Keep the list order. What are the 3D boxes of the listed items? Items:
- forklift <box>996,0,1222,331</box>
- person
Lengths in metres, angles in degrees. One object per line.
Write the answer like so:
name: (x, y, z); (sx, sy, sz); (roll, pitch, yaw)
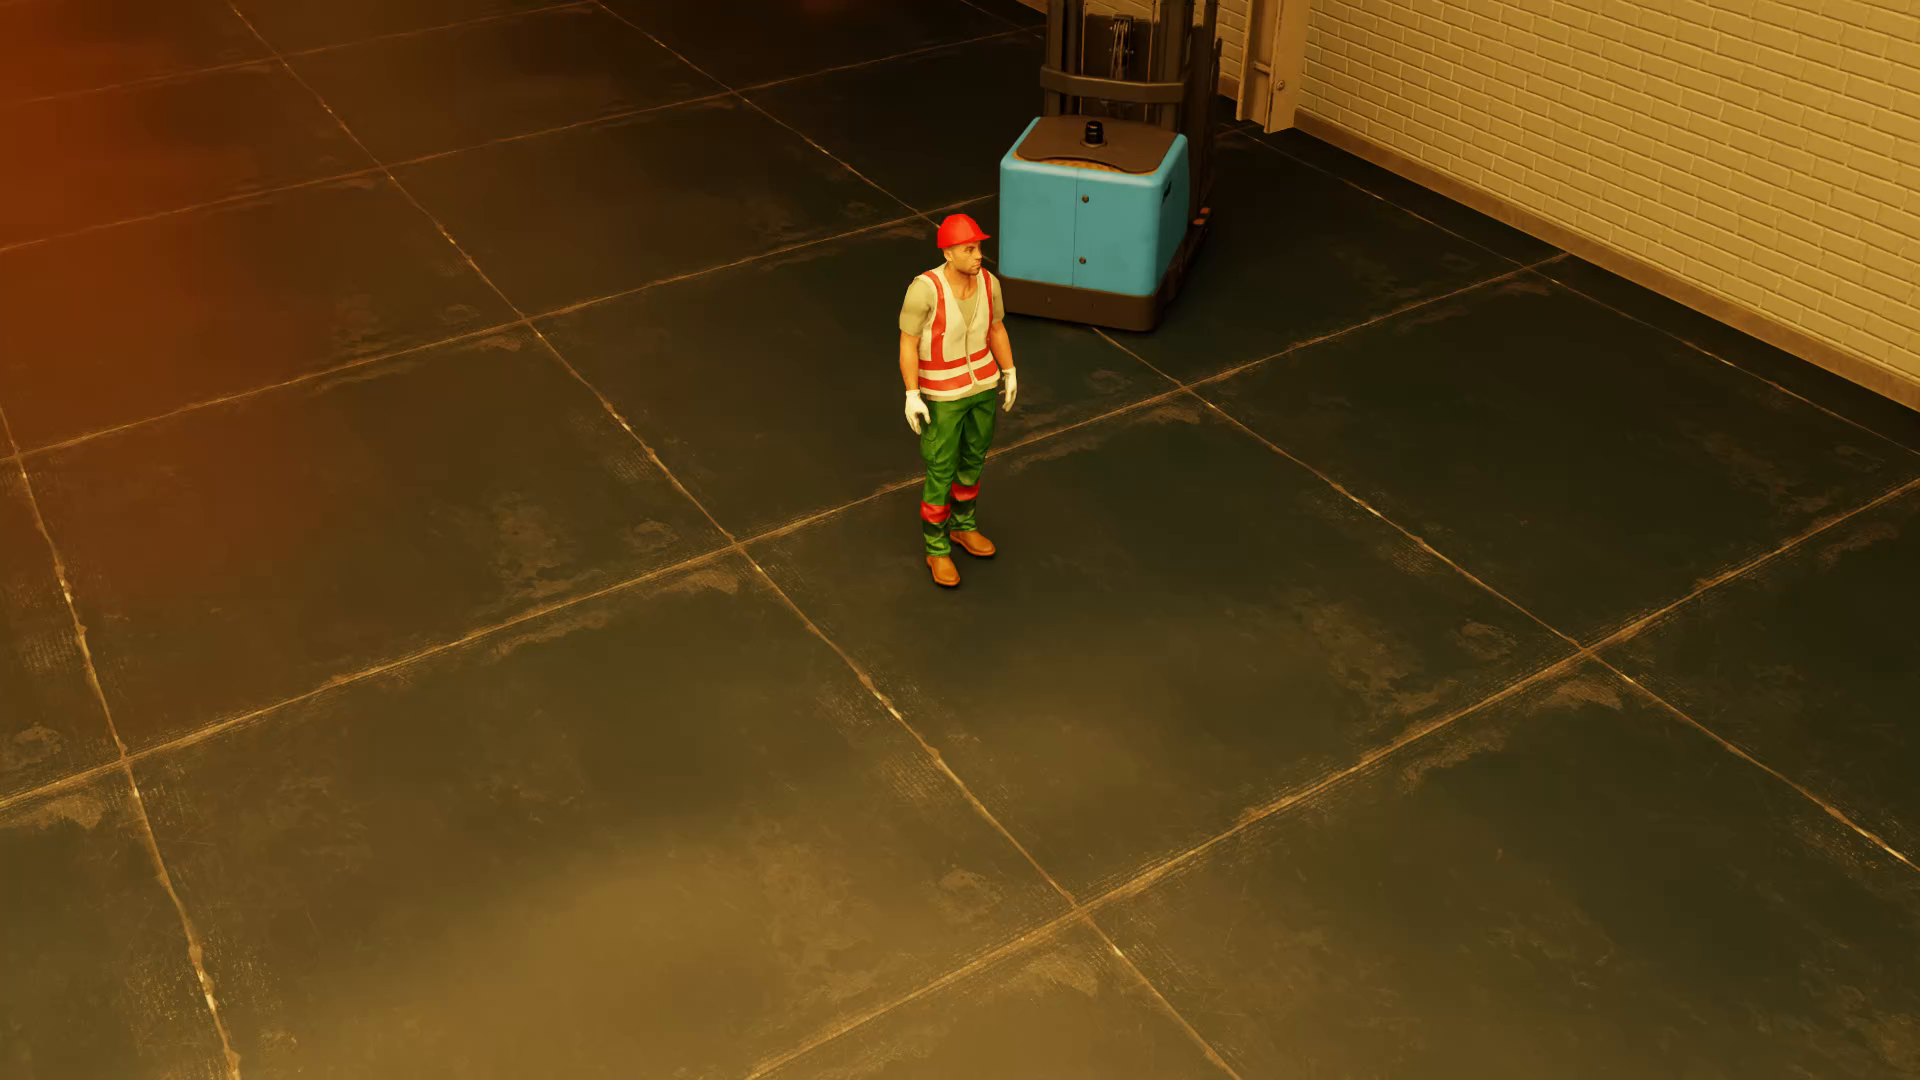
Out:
forklift: (1.172, -3.354, 10.921); (1.130, 2.935, 3.031); (11, 36, 15)
person: (0.034, -0.695, 8.118); (0.637, 1.790, 0.562); (-21, 40, -27)
